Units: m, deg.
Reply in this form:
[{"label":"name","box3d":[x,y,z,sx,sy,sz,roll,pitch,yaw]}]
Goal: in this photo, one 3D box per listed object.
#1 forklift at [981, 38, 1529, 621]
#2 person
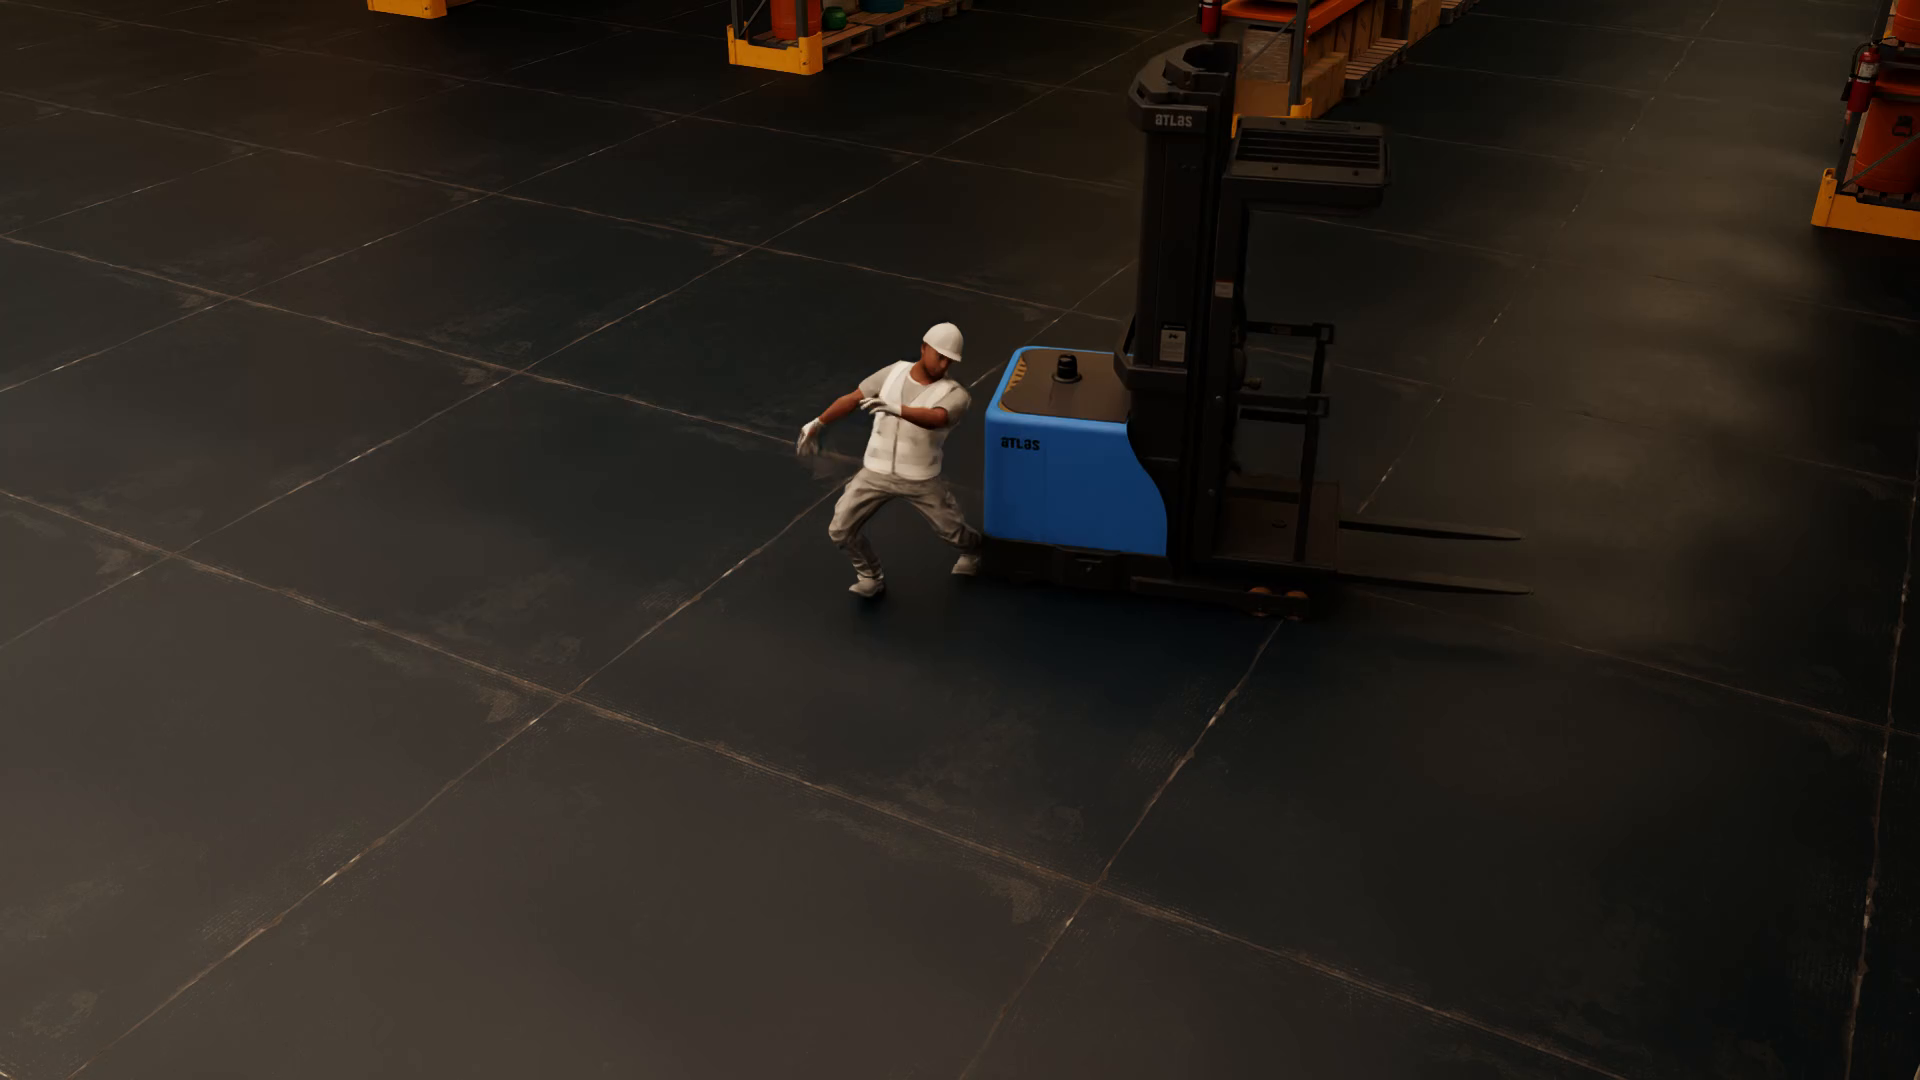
[{"label":"forklift","box3d":[1.693,-1.111,8.996,3.031,2.935,1.130,6,31,11]},{"label":"person","box3d":[-0.407,-0.382,9.069,0.977,1.575,0.839,7,31,12]}]
